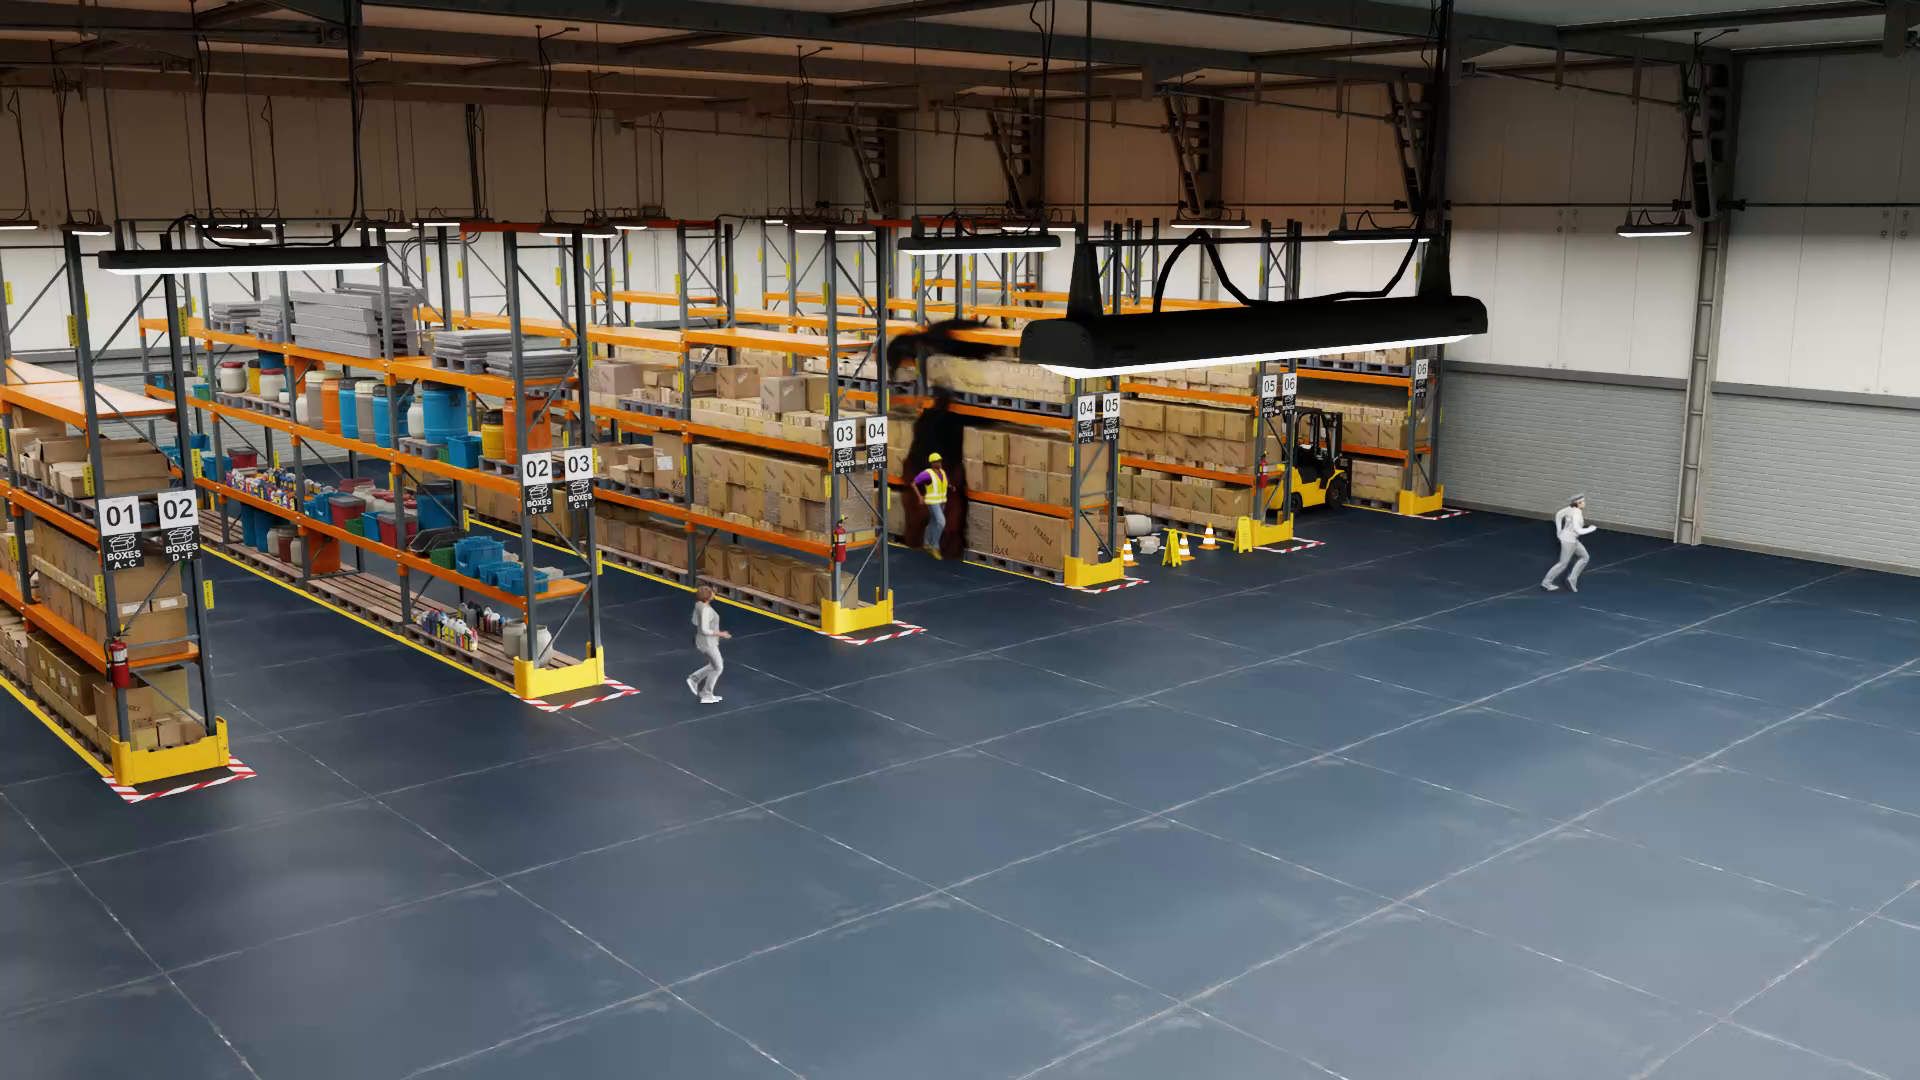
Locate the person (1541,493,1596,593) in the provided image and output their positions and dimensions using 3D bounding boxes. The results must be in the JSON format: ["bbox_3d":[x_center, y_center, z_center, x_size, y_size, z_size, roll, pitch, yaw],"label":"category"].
[{"bbox_3d":[10.038,0.043,27.390,0.790,1.680,0.641,3,12,14],"label":"person"}]

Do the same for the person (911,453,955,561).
[{"bbox_3d":[-0.399,-0.586,28.973,0.715,1.863,0.672,8,14,35],"label":"person"}]

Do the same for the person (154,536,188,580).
[{"bbox_3d":[-12.623,0.124,26.732,0.725,1.844,0.631,11,16,44],"label":"person"}]

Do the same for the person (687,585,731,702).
[{"bbox_3d":[-3.233,1.341,21.331,0.559,1.538,0.528,-4,12,-18],"label":"person"}]
